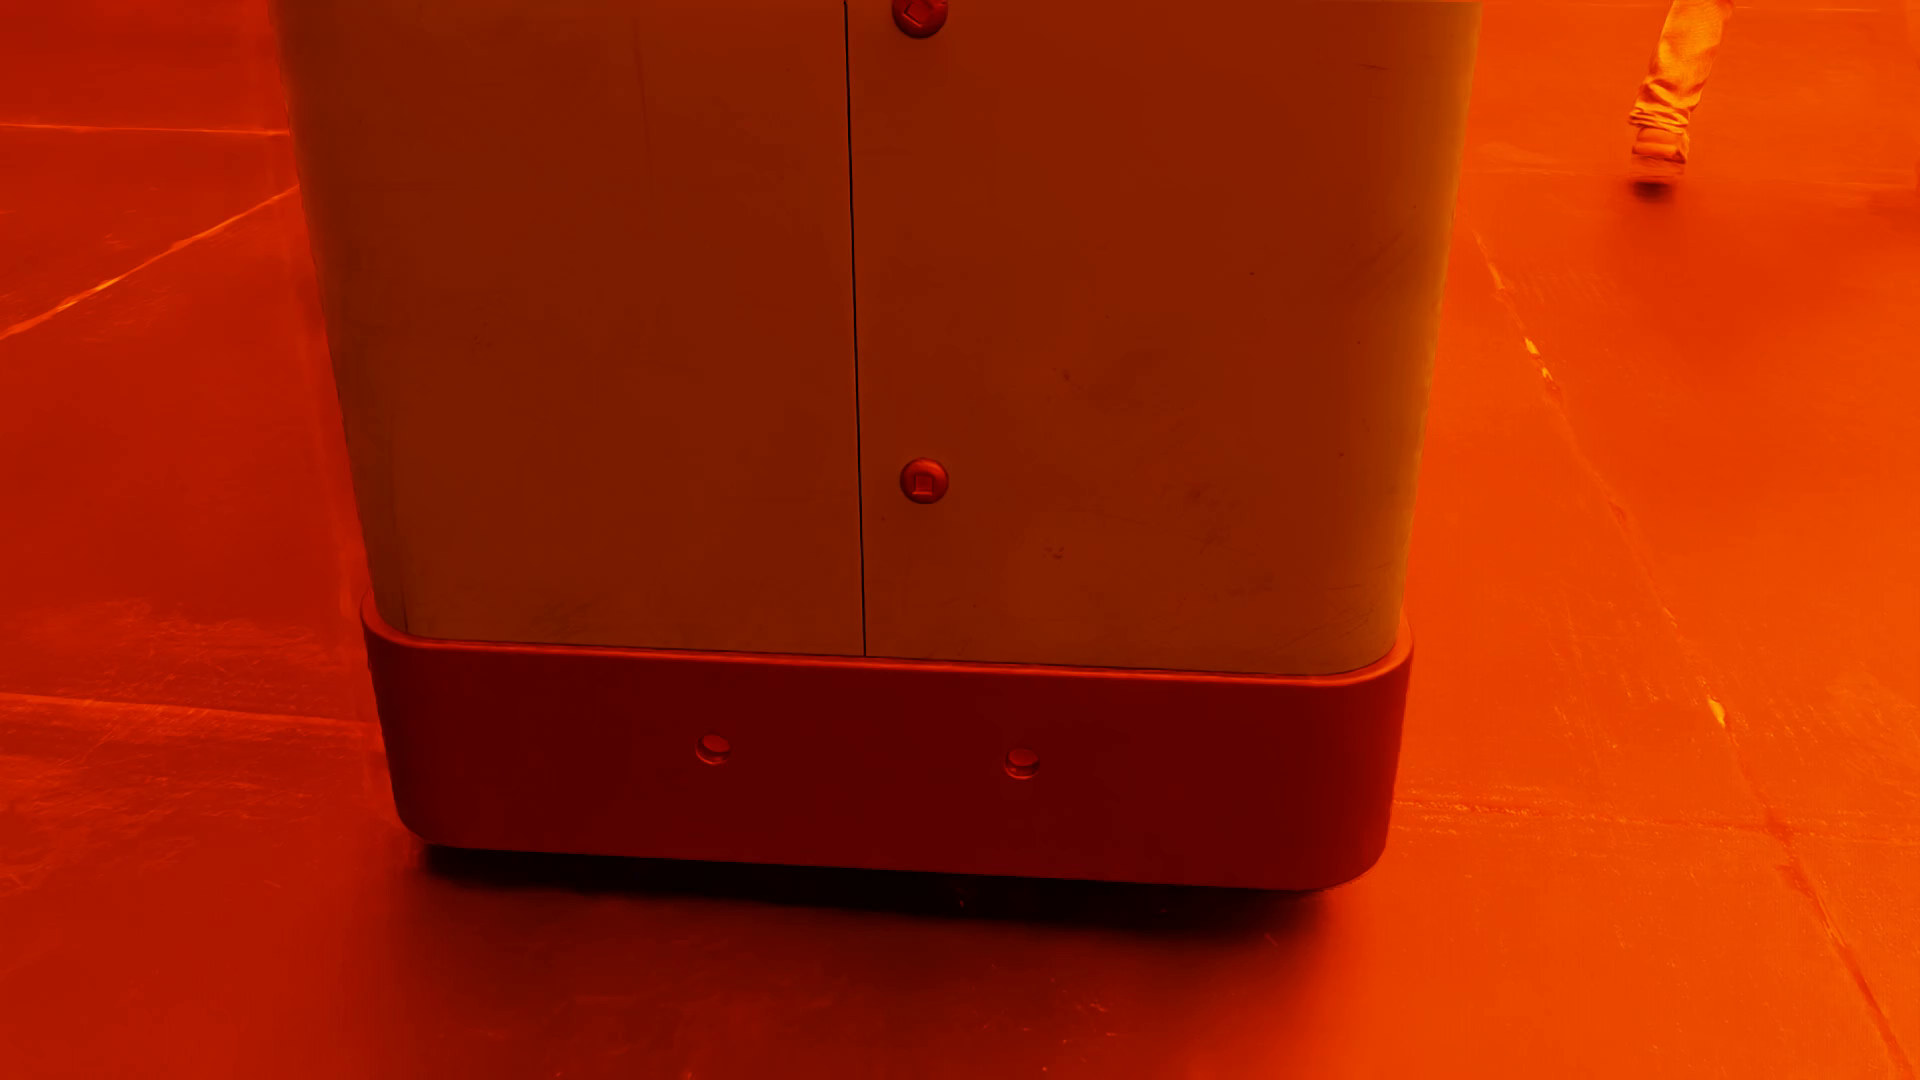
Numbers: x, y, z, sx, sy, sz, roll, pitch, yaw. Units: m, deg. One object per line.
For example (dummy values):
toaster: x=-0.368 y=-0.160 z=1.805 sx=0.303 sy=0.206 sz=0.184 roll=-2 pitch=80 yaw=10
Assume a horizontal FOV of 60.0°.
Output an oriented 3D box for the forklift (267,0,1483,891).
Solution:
forklift: x=0.033 y=-1.589 z=2.402 sx=1.130 sy=2.935 sz=3.031 roll=2 pitch=27 yaw=4

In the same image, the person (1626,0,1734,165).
person: x=2.301 y=-1.615 z=4.050 sx=1.159 sy=1.723 sz=0.570 roll=7 pitch=27 yaw=13
